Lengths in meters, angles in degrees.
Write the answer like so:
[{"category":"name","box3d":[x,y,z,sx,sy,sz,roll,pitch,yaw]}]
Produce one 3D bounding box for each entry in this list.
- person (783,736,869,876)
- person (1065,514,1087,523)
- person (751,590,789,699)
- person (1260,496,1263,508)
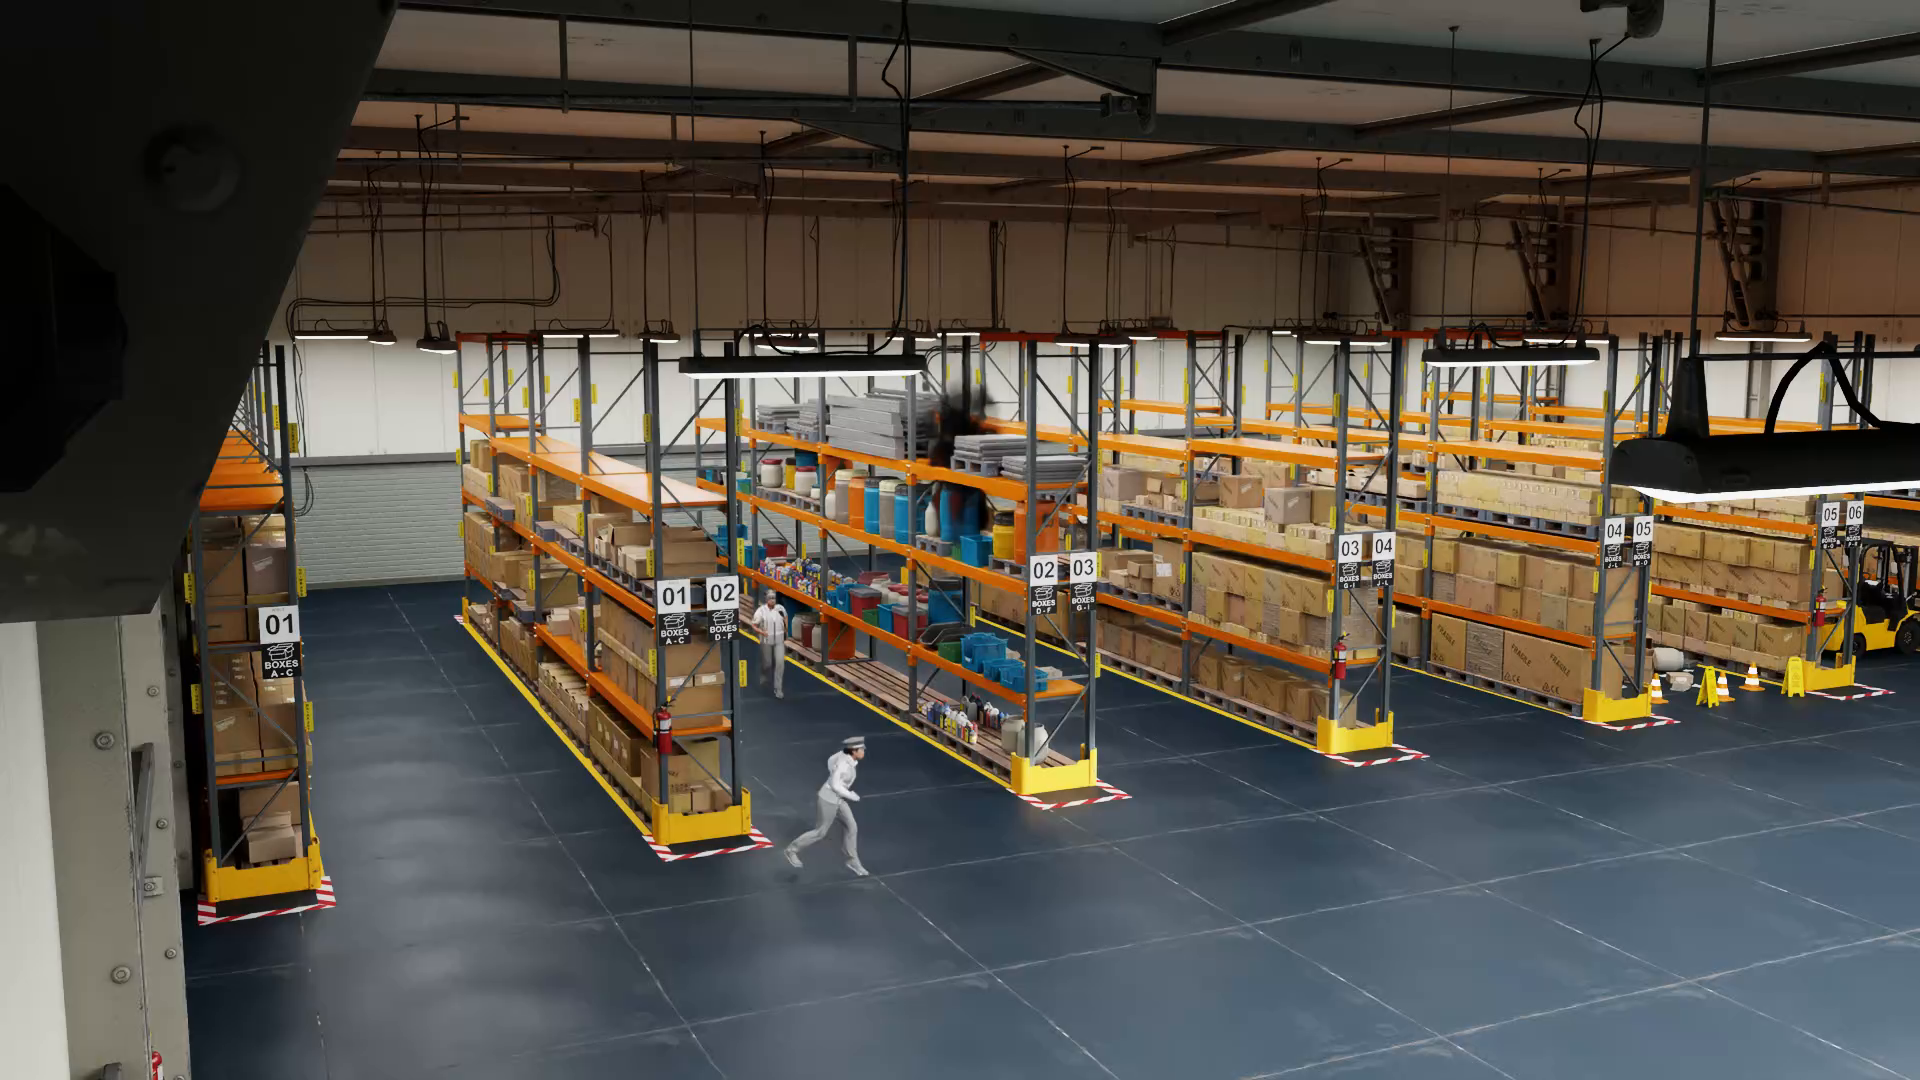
[{"category":"person","box3d":[-1.530,3.026,18.906,0.983,1.628,0.653,0,8,-1]},{"category":"person","box3d":[2.820,-0.042,41.127,0.769,1.732,0.588,7,11,43]},{"category":"person","box3d":[-3.164,1.708,27.942,0.675,1.784,0.957,-3,8,-20]},{"category":"person","box3d":[8.064,-0.471,44.076,0.916,1.733,0.796,0,8,-2]}]
